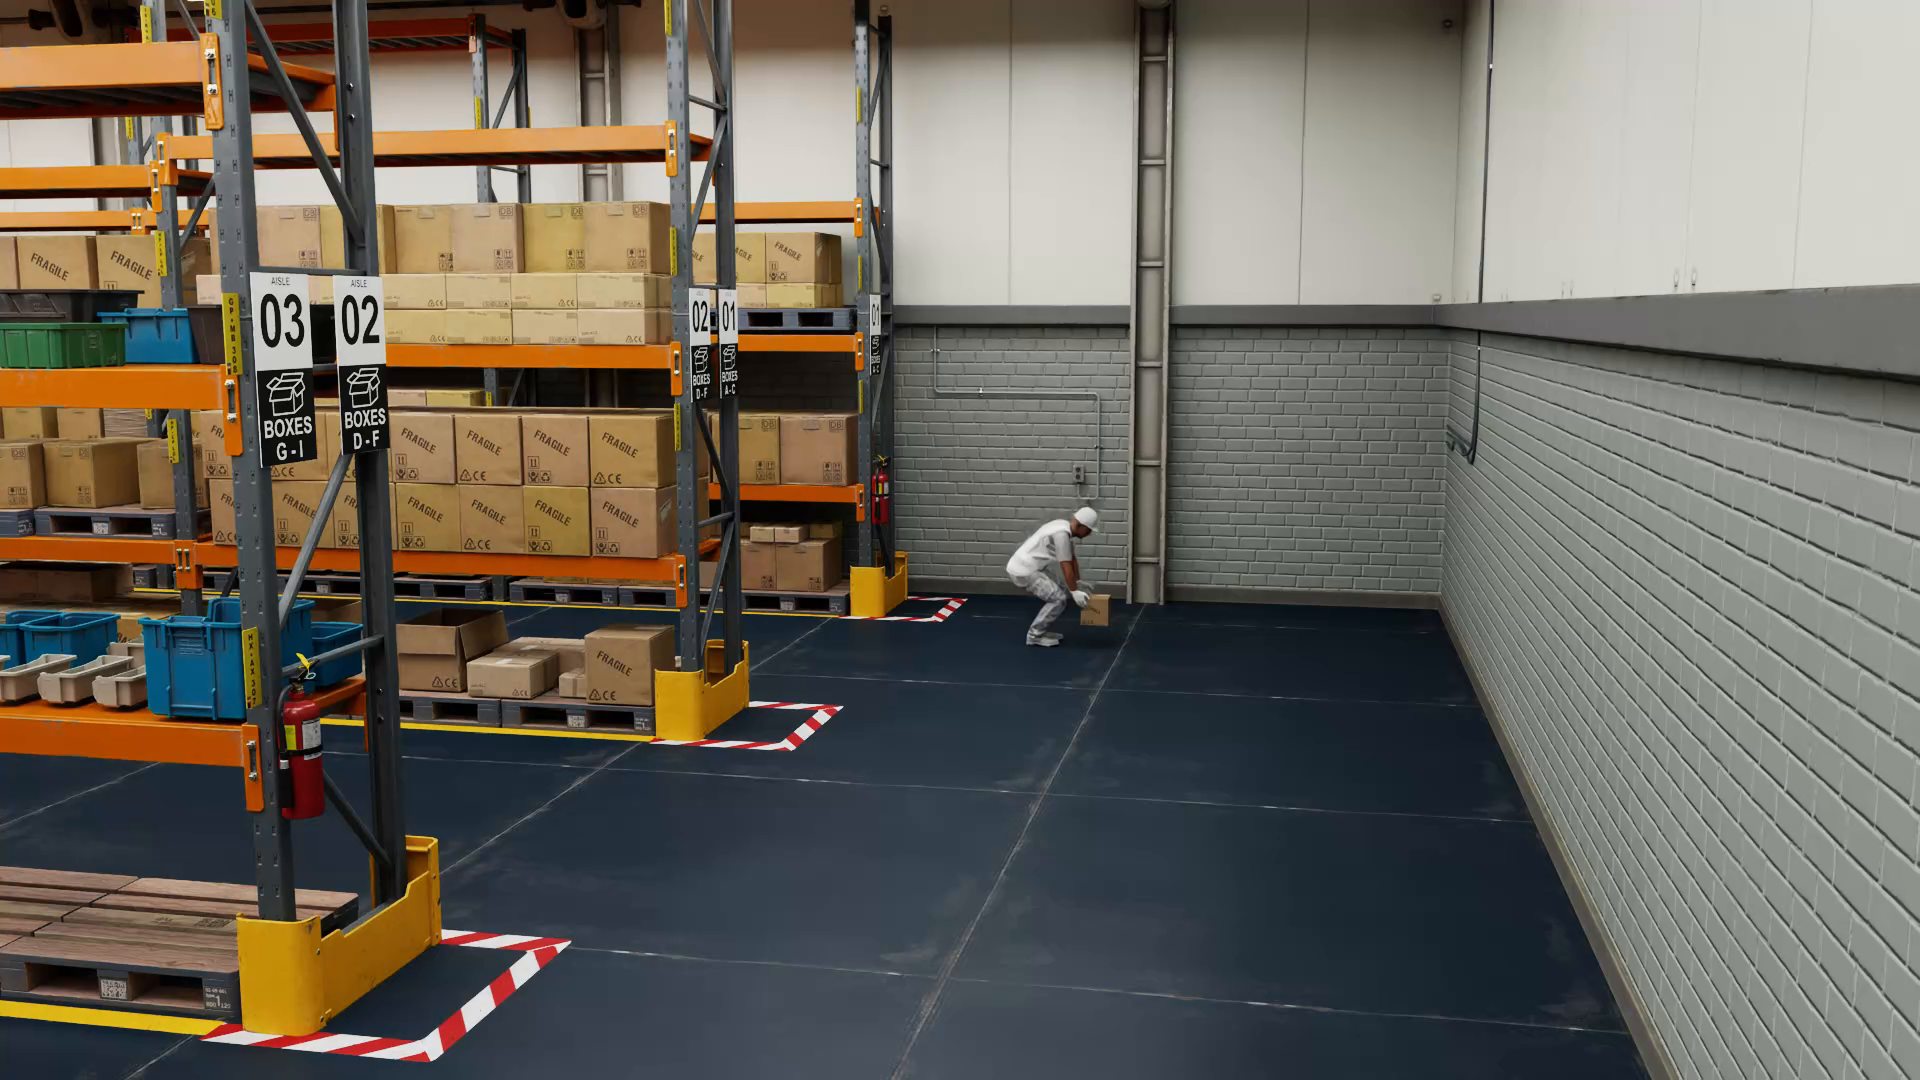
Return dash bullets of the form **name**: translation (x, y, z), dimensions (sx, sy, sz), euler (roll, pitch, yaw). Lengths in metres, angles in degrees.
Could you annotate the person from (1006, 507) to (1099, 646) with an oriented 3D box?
- **person**: translation (0.856, 0.321, 15.318), dimensions (0.833, 1.264, 0.607), euler (2, 8, 11)
